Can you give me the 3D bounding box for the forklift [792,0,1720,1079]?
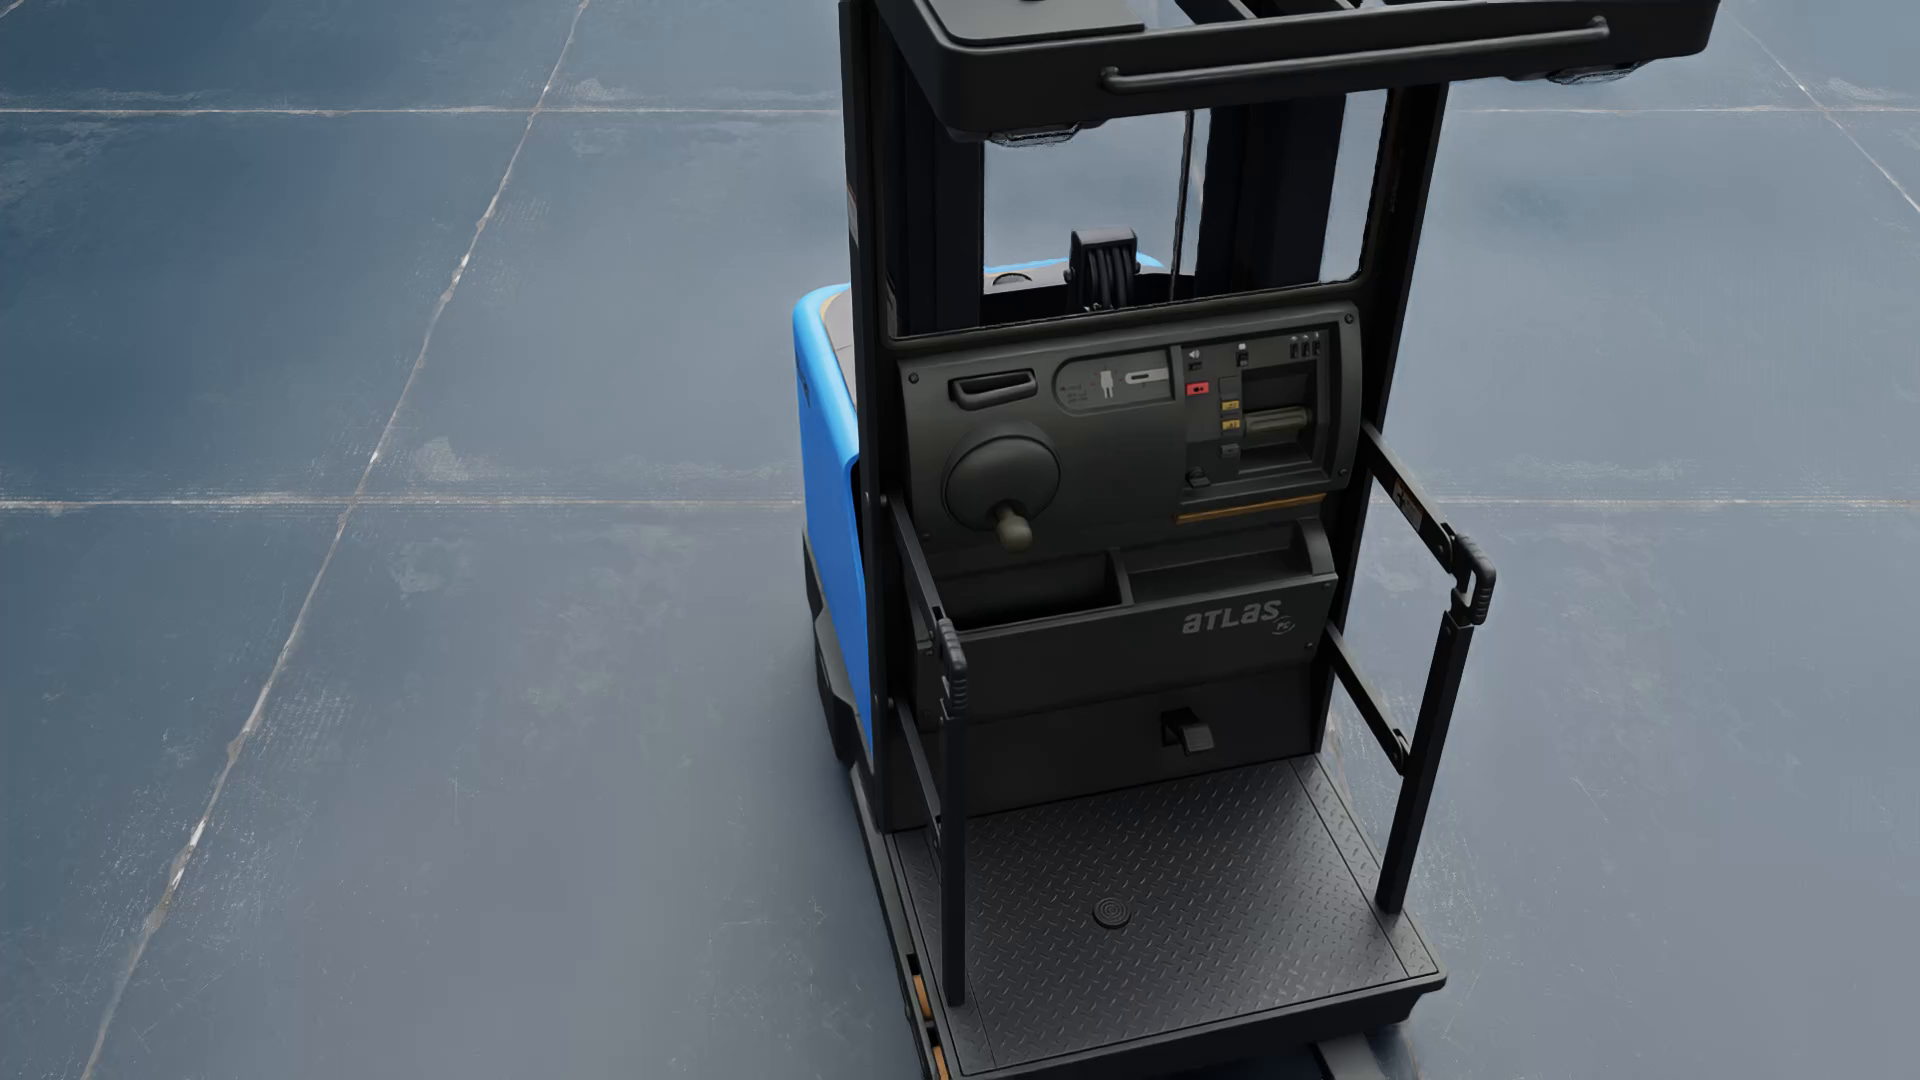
[{"bbox_3d":[0.400,-0.145,3.087,1.130,2.935,3.031,-9,40,-11],"label":"forklift"}]
